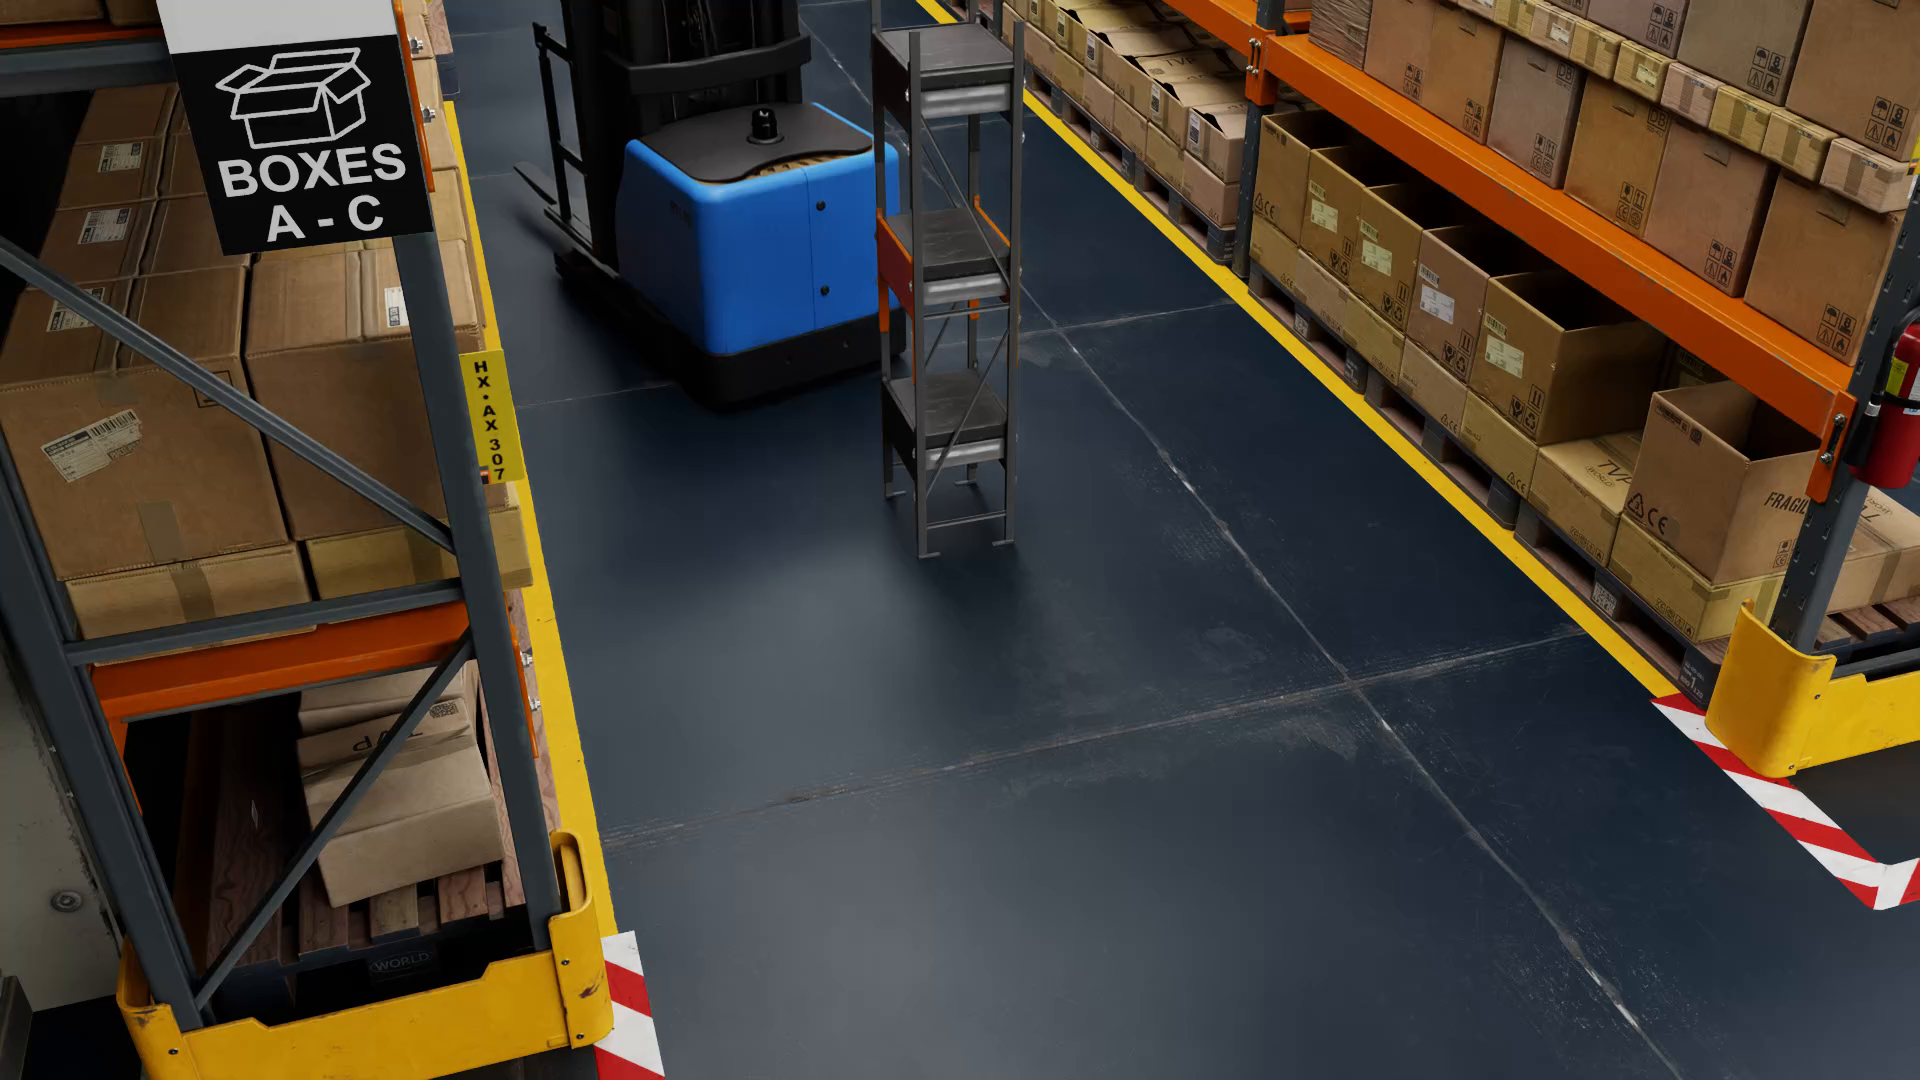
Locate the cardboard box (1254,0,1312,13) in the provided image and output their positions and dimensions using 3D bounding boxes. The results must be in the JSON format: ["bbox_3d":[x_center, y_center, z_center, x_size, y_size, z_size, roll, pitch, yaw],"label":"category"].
[{"bbox_3d":[1.760,-2.937,8.610,0.500,0.250,0.500,-8,34,-12],"label":"cardboard box"}]

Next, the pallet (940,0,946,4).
[{"bbox_3d":[0.171,-4.723,13.706,1.003,0.211,1.213,-10,35,-15],"label":"pallet"}]

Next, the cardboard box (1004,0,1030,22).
[{"bbox_3d":[0.611,-3.786,11.364,0.500,0.311,0.500,-9,34,-13],"label":"cardboard box"}]

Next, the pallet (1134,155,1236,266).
[{"bbox_3d":[1.690,-1.965,9.533,1.003,0.211,1.213,-10,35,-15],"label":"pallet"}]

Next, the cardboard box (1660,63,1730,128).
[{"bbox_3d":[2.640,-1.533,5.670,0.380,0.149,0.250,-10,35,-14],"label":"cardboard box"}]

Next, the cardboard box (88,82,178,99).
[{"bbox_3d":[-2.520,-1.356,5.518,0.500,0.500,0.500,-9,35,-13],"label":"cardboard box"}]

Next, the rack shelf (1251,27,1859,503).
[{"bbox_3d":[2.561,-1.398,6.798,1.077,0.370,4.000,-10,35,-15],"label":"rack shelf"}]

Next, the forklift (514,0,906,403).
[{"bbox_3d":[-1.484,-2.621,8.058,1.130,2.935,3.031,-20,38,-27],"label":"forklift"}]

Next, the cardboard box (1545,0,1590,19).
[{"bbox_3d":[2.552,-2.309,6.256,0.700,0.500,0.500,-10,35,-15],"label":"cardboard box"}]

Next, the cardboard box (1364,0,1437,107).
[{"bbox_3d":[2.260,-2.283,7.393,0.700,0.500,0.500,-10,35,-15],"label":"cardboard box"}]

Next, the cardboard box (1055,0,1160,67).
[{"bbox_3d":[0.933,-3.244,10.543,0.500,0.311,0.500,-11,35,-16],"label":"cardboard box"}]

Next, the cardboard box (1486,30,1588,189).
[{"bbox_3d":[2.566,-1.750,6.586,0.700,0.500,0.500,-9,35,-13],"label":"cardboard box"}]

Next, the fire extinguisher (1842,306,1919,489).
[{"bbox_3d":[2.765,-0.476,4.820,0.296,0.674,0.183,-10,35,-15],"label":"fire extinguisher"}]

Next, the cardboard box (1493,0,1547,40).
[{"bbox_3d":[2.325,-2.075,6.490,0.380,0.149,0.250,-10,35,-15],"label":"cardboard box"}]

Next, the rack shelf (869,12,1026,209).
[{"bbox_3d":[-0.050,-1.536,5.924,0.431,0.518,0.480,-10,35,-15],"label":"rack shelf"}]

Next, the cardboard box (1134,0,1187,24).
[{"bbox_3d":[1.442,-3.340,10.688,0.500,0.311,0.500,-10,35,-15],"label":"cardboard box"}]

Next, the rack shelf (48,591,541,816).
[{"bbox_3d":[-2.155,-0.563,5.534,1.077,0.370,4.000,-10,35,-15],"label":"rack shelf"}]

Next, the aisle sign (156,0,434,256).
[{"bbox_3d":[-1.237,-0.911,3.049,0.394,0.787,0.004,-10,35,-15],"label":"aisle sign"}]

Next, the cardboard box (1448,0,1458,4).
[{"bbox_3d":[2.162,-2.351,6.908,0.380,0.149,0.250,-11,35,-16],"label":"cardboard box"}]

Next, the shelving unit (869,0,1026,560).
[{"bbox_3d":[-0.050,-0.963,6.303,0.431,2.100,0.503,-10,35,-15],"label":"shelving unit"}]

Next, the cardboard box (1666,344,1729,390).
[{"bbox_3d":[3.065,-0.571,6.326,0.500,0.500,0.500,-10,35,-15],"label":"cardboard box"}]

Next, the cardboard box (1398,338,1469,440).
[{"bbox_3d":[2.258,-0.694,7.192,0.500,0.250,0.500,-10,35,-15],"label":"cardboard box"}]

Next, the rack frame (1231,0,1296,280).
[{"bbox_3d":[1.951,-2.749,8.189,1.000,3.000,0.127,-10,35,-15],"label":"rack frame"}]

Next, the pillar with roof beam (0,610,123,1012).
[{"bbox_3d":[1.518,-3.262,3.525,9.100,9.000,0.400,-10,35,-15],"label":"pillar with roof beam"}]

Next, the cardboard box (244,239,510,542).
[{"bbox_3d":[-1.404,-0.373,4.032,0.500,0.500,0.500,-10,35,-15],"label":"cardboard box"}]

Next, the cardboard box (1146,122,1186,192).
[{"bbox_3d":[1.396,-2.211,9.489,0.500,0.250,0.500,-11,35,-15],"label":"cardboard box"}]

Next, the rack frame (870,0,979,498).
[{"bbox_3d":[-0.125,-1.091,6.497,0.400,2.100,0.015,-10,35,-15],"label":"rack frame"}]

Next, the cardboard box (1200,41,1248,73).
[{"bbox_3d":[1.756,-2.805,9.878,0.500,0.311,0.500,-11,35,-16],"label":"cardboard box"}]

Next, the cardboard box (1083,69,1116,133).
[{"bbox_3d":[1.086,-2.747,10.300,0.500,0.250,0.500,-9,35,-14],"label":"cardboard box"}]

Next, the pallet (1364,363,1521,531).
[{"bbox_3d":[2.530,-0.519,7.344,1.003,0.211,1.213,-10,35,-15],"label":"pallet"}]

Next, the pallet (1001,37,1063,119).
[{"bbox_3d":[0.945,-3.246,11.472,1.003,0.211,1.213,-10,35,-15],"label":"pallet"}]

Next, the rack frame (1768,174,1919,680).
[{"bbox_3d":[3.172,-0.648,5.010,1.000,3.000,0.127,-10,35,-15],"label":"rack frame"}]

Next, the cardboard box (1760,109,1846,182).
[{"bbox_3d":[2.792,-1.267,5.267,0.380,0.149,0.250,-9,35,-14],"label":"cardboard box"}]

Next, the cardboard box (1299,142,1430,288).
[{"bbox_3d":[1.955,-1.532,7.781,0.500,0.500,0.500,-10,35,-15],"label":"cardboard box"}]

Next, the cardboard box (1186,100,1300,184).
[{"bbox_3d":[1.555,-2.175,8.925,0.500,0.311,0.500,-10,35,-15],"label":"cardboard box"}]

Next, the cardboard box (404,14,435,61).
[{"bbox_3d":[-2.025,-1.449,5.659,0.500,0.500,0.500,-11,35,-16],"label":"cardboard box"}]

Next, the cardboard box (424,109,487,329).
[{"bbox_3d":[-1.697,-0.907,4.839,0.500,0.500,0.500,-11,35,-16],"label":"cardboard box"}]

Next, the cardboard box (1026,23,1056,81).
[{"bbox_3d":[0.766,-3.289,11.119,0.500,0.250,0.500,-11,35,-16],"label":"cardboard box"}]

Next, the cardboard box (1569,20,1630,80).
[{"bbox_3d":[2.477,-1.809,6.088,0.380,0.149,0.250,-9,35,-13],"label":"cardboard box"}]

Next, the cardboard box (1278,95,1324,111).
[{"bbox_3d":[2.063,-2.269,9.068,0.500,0.311,0.500,-10,35,-15],"label":"cardboard box"}]

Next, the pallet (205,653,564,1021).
[{"bbox_3d":[-1.782,0.878,5.230,1.003,0.211,1.213,-10,35,-15],"label":"pallet"}]

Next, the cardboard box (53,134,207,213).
[{"bbox_3d":[-2.197,-0.820,4.709,0.500,0.500,0.500,-11,35,-16],"label":"cardboard box"}]

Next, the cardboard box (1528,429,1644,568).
[{"bbox_3d":[2.563,-0.169,6.398,0.500,0.250,0.500,-10,35,-15],"label":"cardboard box"}]

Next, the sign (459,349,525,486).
[{"bbox_3d":[-1.028,-0.266,3.646,0.100,0.325,0.005,-10,35,-15],"label":"sign"}]

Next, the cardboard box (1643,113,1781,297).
[{"bbox_3d":[2.877,-1.212,5.773,0.700,0.500,0.500,-9,35,-13],"label":"cardboard box"}]

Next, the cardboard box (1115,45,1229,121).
[{"bbox_3d":[1.240,-2.709,9.734,0.500,0.311,0.500,-10,35,-15],"label":"cardboard box"}]

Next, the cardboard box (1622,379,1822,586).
[{"bbox_3d":[2.725,-0.221,5.796,0.500,0.500,0.500,-10,35,-15],"label":"cardboard box"}]

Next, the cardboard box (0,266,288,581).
[{"bbox_3d":[-1.891,-0.284,3.896,0.500,0.500,0.500,-10,35,-15],"label":"cardboard box"}]

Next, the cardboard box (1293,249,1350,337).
[{"bbox_3d":[1.952,-1.219,7.987,0.500,0.250,0.500,-10,35,-15],"label":"cardboard box"}]

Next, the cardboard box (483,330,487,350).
[{"bbox_3d":[-1.713,-0.608,5.066,0.500,0.250,0.500,-11,35,-15],"label":"cardboard box"}]

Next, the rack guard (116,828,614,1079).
[{"bbox_3d":[-1.568,1.190,4.496,1.175,0.500,0.348,-10,35,-15],"label":"rack guard"}]

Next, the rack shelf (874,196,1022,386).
[{"bbox_3d":[-0.050,-0.952,6.310,0.431,0.518,0.480,-10,35,-15],"label":"rack shelf"}]

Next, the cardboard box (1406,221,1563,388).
[{"bbox_3d":[2.254,-1.006,6.985,0.500,0.500,0.500,-10,35,-15],"label":"cardboard box"}]

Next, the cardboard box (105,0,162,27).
[{"bbox_3d":[-1.409,-1.333,3.216,0.500,0.500,0.500,-9,35,-13],"label":"cardboard box"}]

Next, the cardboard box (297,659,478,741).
[{"bbox_3d":[-1.844,0.447,5.392,0.500,0.311,0.500,-7,34,-11],"label":"cardboard box"}]

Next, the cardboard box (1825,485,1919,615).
[{"bbox_3d":[3.220,0.005,6.135,0.500,0.250,0.500,-10,35,-15],"label":"cardboard box"}]

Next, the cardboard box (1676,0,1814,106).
[{"bbox_3d":[2.860,-1.782,5.458,0.700,0.500,0.500,-11,35,-16],"label":"cardboard box"}]
